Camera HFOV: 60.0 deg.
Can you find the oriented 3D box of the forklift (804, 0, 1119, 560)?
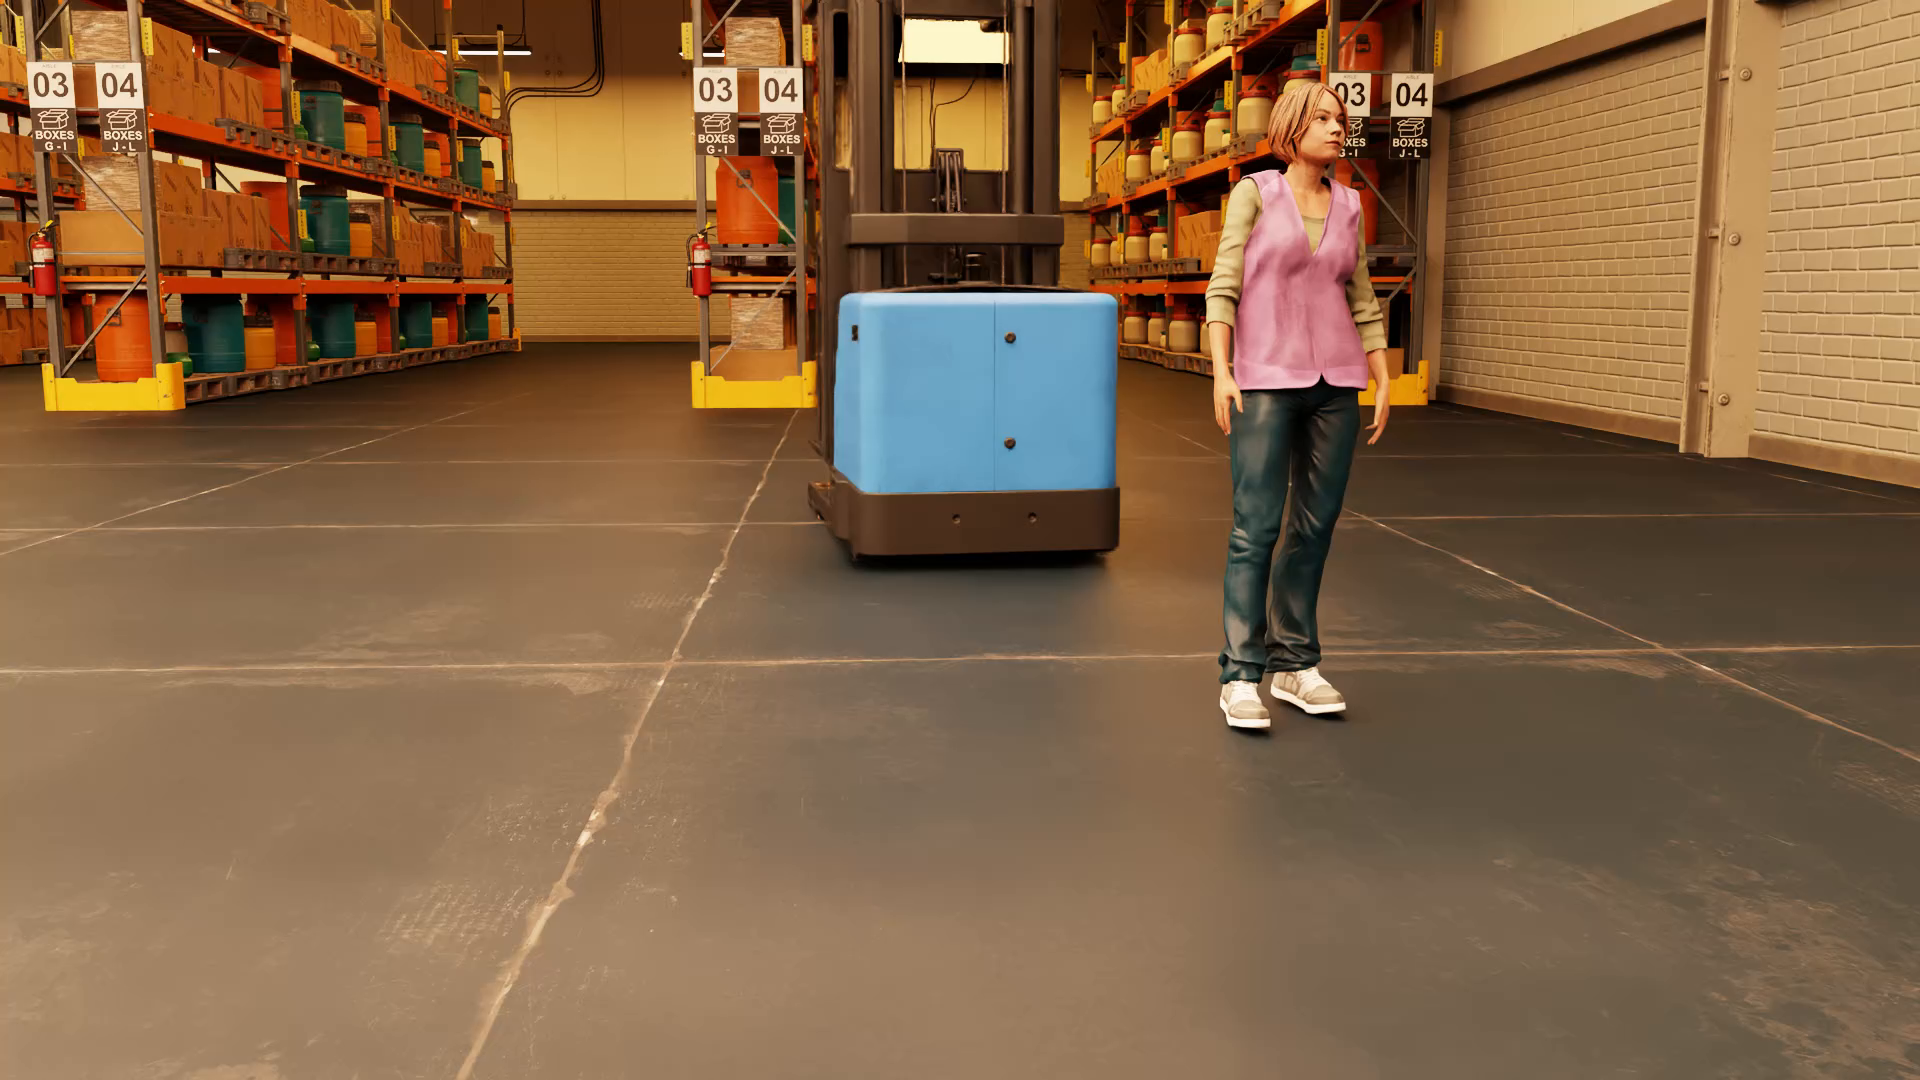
[{"bbox_3d":[-0.136,-1.548,7.756,1.130,2.935,3.031,-2,9,-10],"label":"forklift"}]

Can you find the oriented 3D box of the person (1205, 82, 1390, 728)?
[{"bbox_3d":[0.878,-0.354,4.209,0.520,1.597,0.475,-2,9,-15],"label":"person"}]
